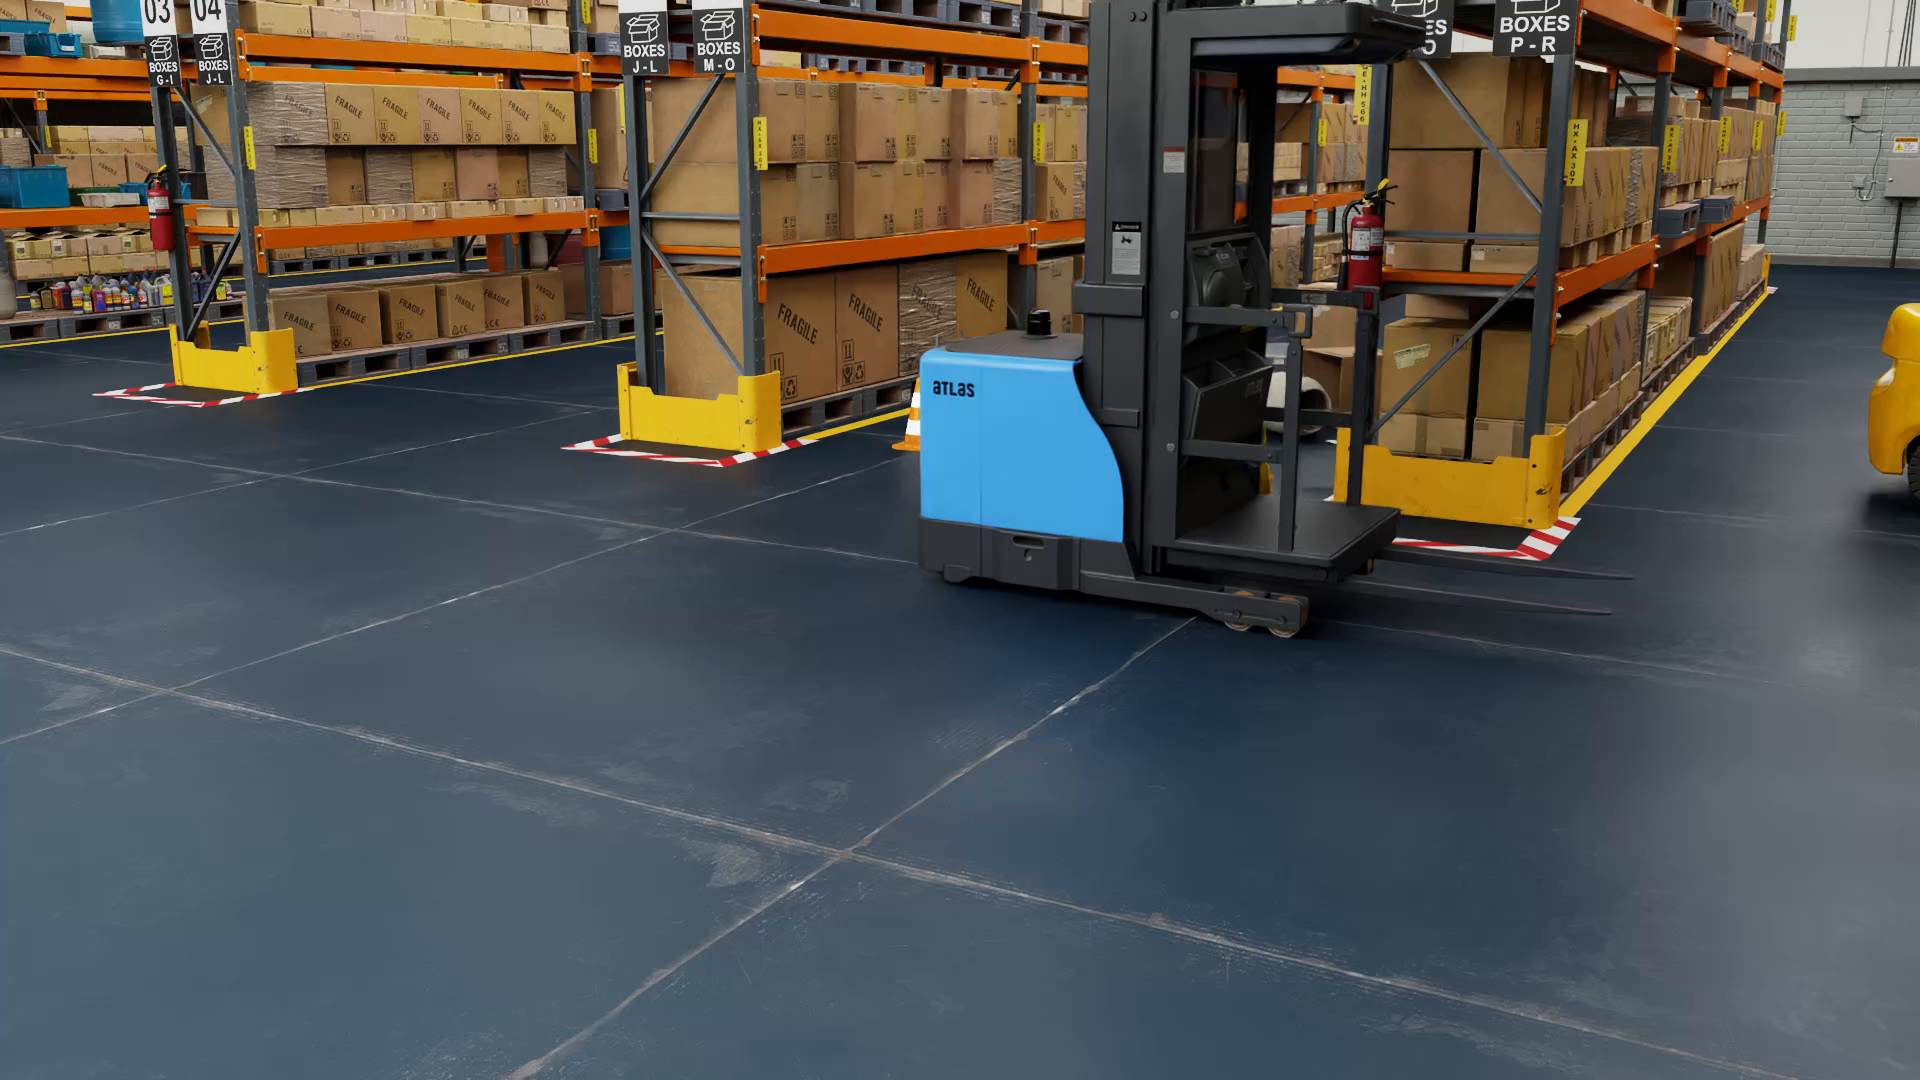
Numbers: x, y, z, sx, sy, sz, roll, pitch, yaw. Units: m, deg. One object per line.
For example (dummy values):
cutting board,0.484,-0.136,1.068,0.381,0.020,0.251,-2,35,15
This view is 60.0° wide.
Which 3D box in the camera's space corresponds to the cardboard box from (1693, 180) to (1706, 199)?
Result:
cardboard box,6.142,-2.994,14.193,0.380,0.149,0.250,8,16,29

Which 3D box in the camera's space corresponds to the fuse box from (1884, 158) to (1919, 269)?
fuse box,14.834,-5.141,26.208,0.539,1.711,0.414,7,15,28

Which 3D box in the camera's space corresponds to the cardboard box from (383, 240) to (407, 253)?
cardboard box,-9.395,-4.963,27.114,0.500,0.500,0.500,8,16,29

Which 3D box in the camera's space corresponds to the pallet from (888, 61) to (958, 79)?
pallet,-0.648,-6.350,22.480,0.805,0.209,1.217,7,15,26

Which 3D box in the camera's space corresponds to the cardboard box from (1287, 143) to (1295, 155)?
cardboard box,3.893,-4.807,20.443,0.380,0.149,0.250,7,15,26

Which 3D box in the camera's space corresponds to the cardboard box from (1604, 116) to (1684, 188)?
cardboard box,5.037,-2.875,12.315,0.500,0.500,0.500,8,16,29

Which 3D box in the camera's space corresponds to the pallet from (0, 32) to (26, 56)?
pallet,-9.899,-4.802,16.056,1.003,0.211,1.213,7,15,28

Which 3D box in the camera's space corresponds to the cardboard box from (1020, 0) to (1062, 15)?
cardboard box,0.688,-4.695,14.387,0.258,0.266,0.396,7,15,27

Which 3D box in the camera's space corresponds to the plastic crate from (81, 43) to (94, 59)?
plastic crate,-9.452,-5.160,17.590,0.336,0.188,0.450,7,15,28

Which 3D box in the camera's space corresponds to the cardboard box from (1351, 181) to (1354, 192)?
cardboard box,5.151,-4.830,22.705,0.380,0.149,0.250,8,16,30

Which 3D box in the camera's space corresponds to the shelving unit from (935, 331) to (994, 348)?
shelving unit,0.026,-0.521,8.456,0.215,1.050,0.252,7,15,28

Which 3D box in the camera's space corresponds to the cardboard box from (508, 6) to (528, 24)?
cardboard box,-4.274,-4.911,15.572,0.380,0.149,0.250,7,15,25

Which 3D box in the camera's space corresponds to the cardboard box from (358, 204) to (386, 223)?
cardboard box,-5.201,-2.828,14.401,0.380,0.149,0.250,7,15,28

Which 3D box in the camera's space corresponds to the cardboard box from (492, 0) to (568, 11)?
cardboard box,-4.110,-5.310,15.844,0.500,0.500,0.500,7,15,26

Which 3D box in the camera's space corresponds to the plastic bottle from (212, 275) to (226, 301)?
plastic bottle,-8.395,-2.855,18.834,0.061,0.283,0.133,8,16,31

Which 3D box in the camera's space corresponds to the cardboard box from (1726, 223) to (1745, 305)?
cardboard box,8.197,-3.090,18.589,0.875,0.875,0.875,8,16,30

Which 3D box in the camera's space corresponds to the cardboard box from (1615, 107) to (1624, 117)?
cardboard box,6.514,-3.905,15.985,0.500,0.500,0.500,7,15,27

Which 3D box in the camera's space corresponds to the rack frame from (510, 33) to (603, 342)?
rack frame,-4.115,-3.537,16.804,1.000,3.000,0.127,7,15,28

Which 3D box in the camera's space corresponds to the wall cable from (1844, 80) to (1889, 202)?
wall cable,14.313,-6.371,26.393,0.588,1.984,0.122,7,15,28

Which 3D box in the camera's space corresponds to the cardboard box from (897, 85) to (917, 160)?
cardboard box,-0.826,-3.149,12.573,0.875,0.550,0.500,7,15,28

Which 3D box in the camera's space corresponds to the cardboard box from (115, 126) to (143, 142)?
cardboard box,-14.247,-6.886,28.205,0.500,0.250,0.500,7,15,28

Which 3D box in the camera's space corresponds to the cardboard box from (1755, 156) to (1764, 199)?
cardboard box,9.376,-4.375,20.066,0.500,0.500,0.500,7,15,28

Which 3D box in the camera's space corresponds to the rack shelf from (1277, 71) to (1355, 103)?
rack shelf,5.012,-6.114,22.630,1.077,0.370,4.000,7,15,28

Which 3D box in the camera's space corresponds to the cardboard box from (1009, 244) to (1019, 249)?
cardboard box,0.576,-4.660,25.102,0.875,0.875,0.875,7,15,28

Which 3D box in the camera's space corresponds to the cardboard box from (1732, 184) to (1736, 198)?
cardboard box,7.923,-3.656,17.619,0.500,0.250,0.500,7,15,27

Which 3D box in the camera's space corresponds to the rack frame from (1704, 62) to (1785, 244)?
rack frame,10.361,-4.876,22.359,1.000,3.000,0.127,7,15,28

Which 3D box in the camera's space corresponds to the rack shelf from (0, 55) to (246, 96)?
rack shelf,-9.418,-4.796,17.162,1.077,0.370,4.000,7,15,28

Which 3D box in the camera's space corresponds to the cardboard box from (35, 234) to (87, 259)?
cardboard box,-12.121,-3.959,22.328,0.500,0.311,0.500,7,15,27

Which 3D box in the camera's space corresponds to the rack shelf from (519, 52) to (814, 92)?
rack shelf,-3.149,-5.056,18.239,1.077,0.370,4.000,7,15,28

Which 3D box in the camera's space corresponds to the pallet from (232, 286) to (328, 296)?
pallet,-8.106,-2.908,20.145,1.003,0.211,1.213,7,15,28

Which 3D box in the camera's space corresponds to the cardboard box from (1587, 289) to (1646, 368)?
cardboard box,4.508,-1.494,11.702,0.500,0.500,0.500,7,15,27

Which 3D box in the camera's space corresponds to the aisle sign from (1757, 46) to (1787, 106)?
aisle sign,10.667,-6.119,21.970,0.394,0.787,0.004,7,15,28

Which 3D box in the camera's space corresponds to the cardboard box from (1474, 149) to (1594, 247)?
cardboard box,3.098,-1.852,8.969,0.500,0.500,0.500,7,15,27

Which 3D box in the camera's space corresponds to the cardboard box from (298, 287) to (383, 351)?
cardboard box,-5.474,-1.958,14.692,0.500,0.500,0.500,13,19,43

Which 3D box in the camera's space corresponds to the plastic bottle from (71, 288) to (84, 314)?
plastic bottle,-9.236,-2.502,17.392,0.097,0.271,0.097,0,14,0

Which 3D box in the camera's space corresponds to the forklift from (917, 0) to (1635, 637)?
forklift,1.344,-1.164,7.110,3.031,2.935,1.130,7,15,28

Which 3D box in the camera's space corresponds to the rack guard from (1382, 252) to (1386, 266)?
rack guard,5.942,-4.185,24.827,1.175,0.500,0.348,7,15,28

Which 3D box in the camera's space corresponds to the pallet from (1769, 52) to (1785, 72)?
pallet,10.011,-6.138,21.381,1.003,0.211,1.213,7,15,28

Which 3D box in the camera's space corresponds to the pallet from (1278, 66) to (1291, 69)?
pallet,3.155,-5.635,19.506,1.213,0.211,1.003,7,15,28

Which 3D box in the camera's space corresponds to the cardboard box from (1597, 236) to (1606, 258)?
cardboard box,3.767,-1.832,10.267,0.380,0.149,0.250,7,15,27

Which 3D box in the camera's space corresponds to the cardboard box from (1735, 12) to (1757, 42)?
cardboard box,8.185,-5.470,17.716,0.500,0.311,0.500,7,15,28

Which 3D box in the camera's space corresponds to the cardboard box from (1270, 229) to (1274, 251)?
cardboard box,3.403,-3.554,19.711,0.500,0.250,0.500,7,15,26

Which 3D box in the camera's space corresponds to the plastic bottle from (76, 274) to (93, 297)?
plastic bottle,-9.591,-2.741,18.218,0.144,0.351,0.185,8,16,30

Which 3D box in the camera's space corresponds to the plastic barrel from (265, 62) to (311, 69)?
plastic barrel,-8.079,-6.063,19.813,0.600,0.901,0.600,0,14,0

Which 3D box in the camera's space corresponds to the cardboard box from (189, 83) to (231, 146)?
cardboard box,-6.000,-3.536,13.820,0.500,0.500,0.500,7,15,28

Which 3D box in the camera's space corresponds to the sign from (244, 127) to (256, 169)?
sign,-5.574,-3.076,13.044,0.100,0.325,0.005,7,15,28

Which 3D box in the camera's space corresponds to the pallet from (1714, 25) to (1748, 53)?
pallet,6.758,-4.739,15.794,1.213,0.211,1.003,8,16,31

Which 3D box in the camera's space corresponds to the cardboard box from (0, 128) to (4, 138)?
cardboard box,-15.473,-6.477,26.464,0.380,0.149,0.250,5,14,19

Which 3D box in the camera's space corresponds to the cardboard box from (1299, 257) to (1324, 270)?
cardboard box,4.500,-3.596,21.603,0.380,0.149,0.250,8,16,31

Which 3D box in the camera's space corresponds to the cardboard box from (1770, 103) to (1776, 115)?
cardboard box,10.210,-5.512,21.268,0.380,0.149,0.250,7,15,28
